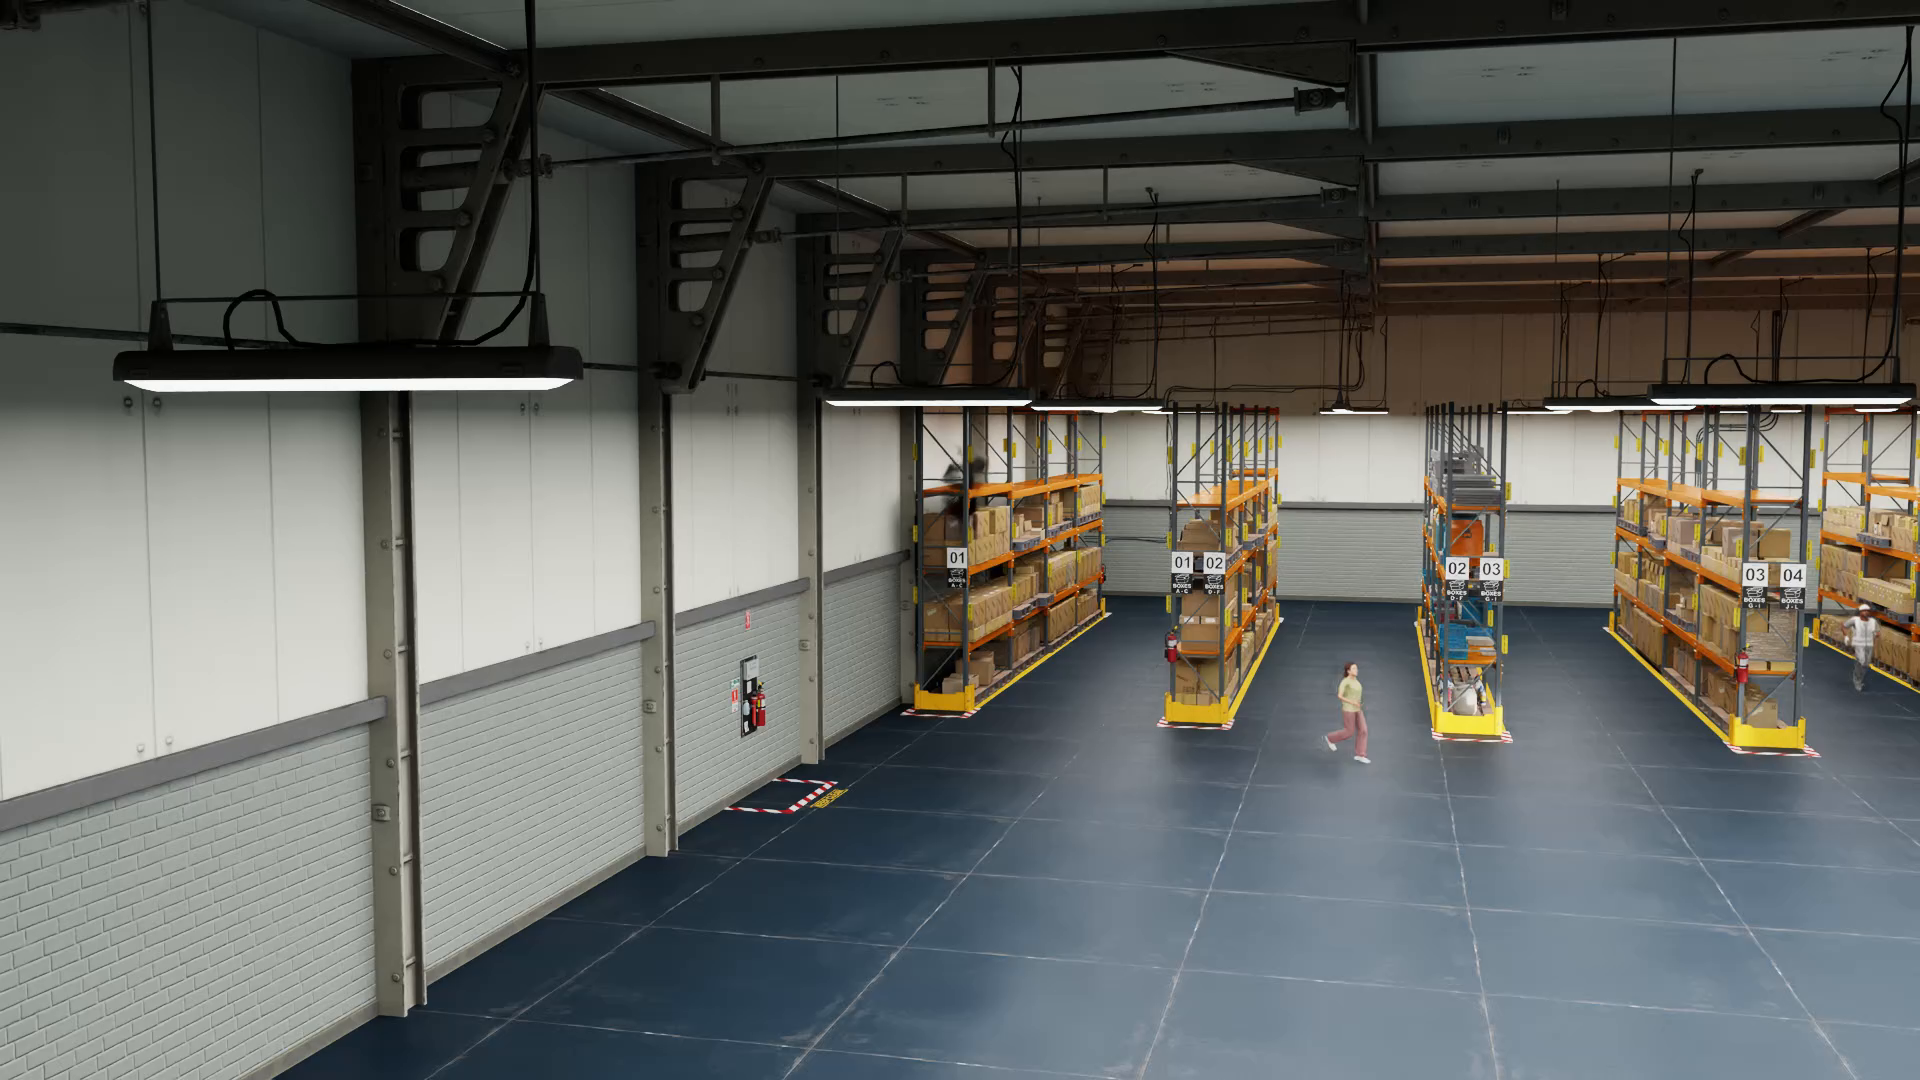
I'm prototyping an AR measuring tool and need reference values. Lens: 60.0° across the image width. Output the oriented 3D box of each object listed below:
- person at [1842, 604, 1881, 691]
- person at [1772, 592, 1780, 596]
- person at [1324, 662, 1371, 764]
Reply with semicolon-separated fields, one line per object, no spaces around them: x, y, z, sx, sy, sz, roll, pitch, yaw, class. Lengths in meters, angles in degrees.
18.943;2.259;34.882;0.656;1.824;0.744;0;4;4;person
20.749;1.765;42.398;0.718;1.651;0.582;1;4;16;person
6.508;2.858;27.777;0.587;1.664;0.866;-4;6;-44;person
